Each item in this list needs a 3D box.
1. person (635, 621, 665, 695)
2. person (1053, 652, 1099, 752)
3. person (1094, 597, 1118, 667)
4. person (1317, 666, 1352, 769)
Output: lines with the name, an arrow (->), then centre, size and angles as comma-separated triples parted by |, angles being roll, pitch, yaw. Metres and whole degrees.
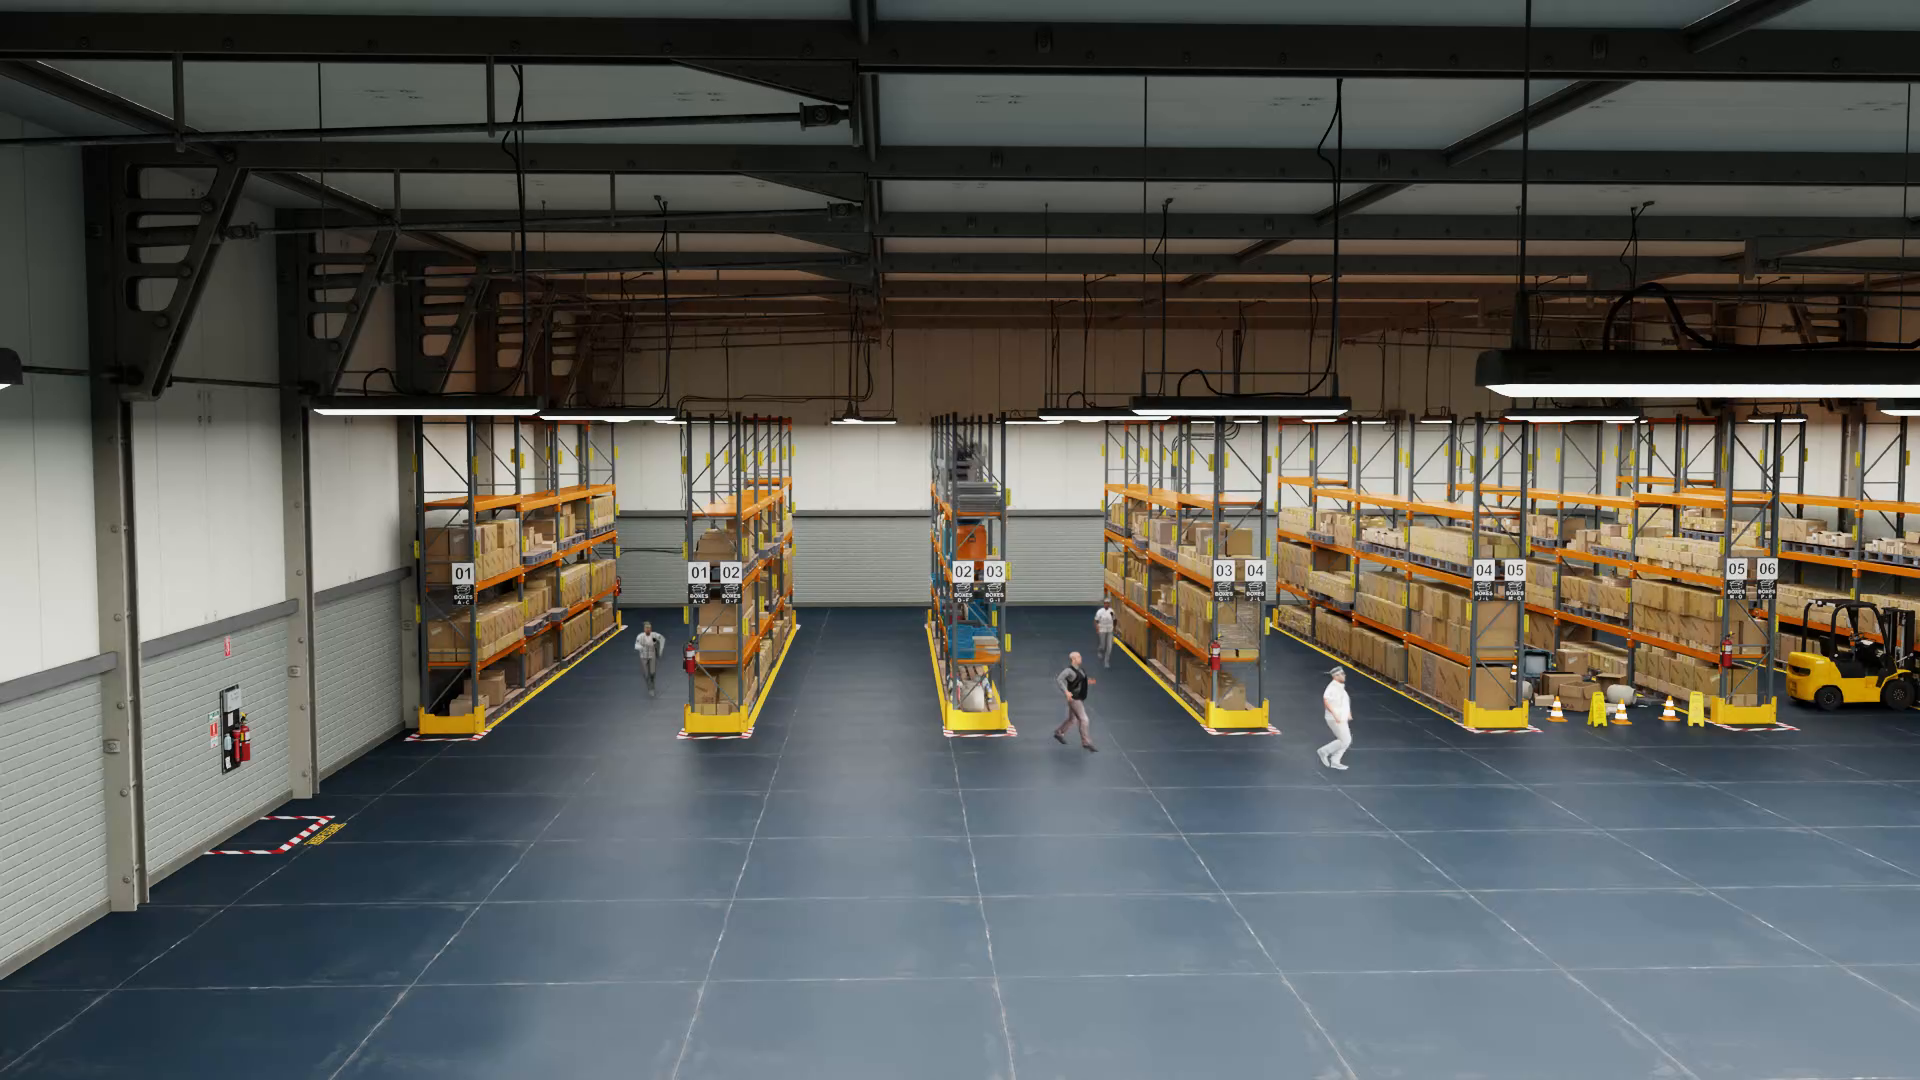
person -> -6.565, 2.507, 35.181 | 0.602, 1.619, 0.730 | 0, 4, -4
person -> 2.048, 2.841, 29.383 | 0.921, 1.738, 0.644 | 2, 4, 24
person -> 3.502, 2.195, 39.879 | 0.582, 1.665, 0.578 | -1, 4, -8
person -> 6.276, 2.964, 27.798 | 0.549, 1.749, 0.672 | 2, 4, 24
